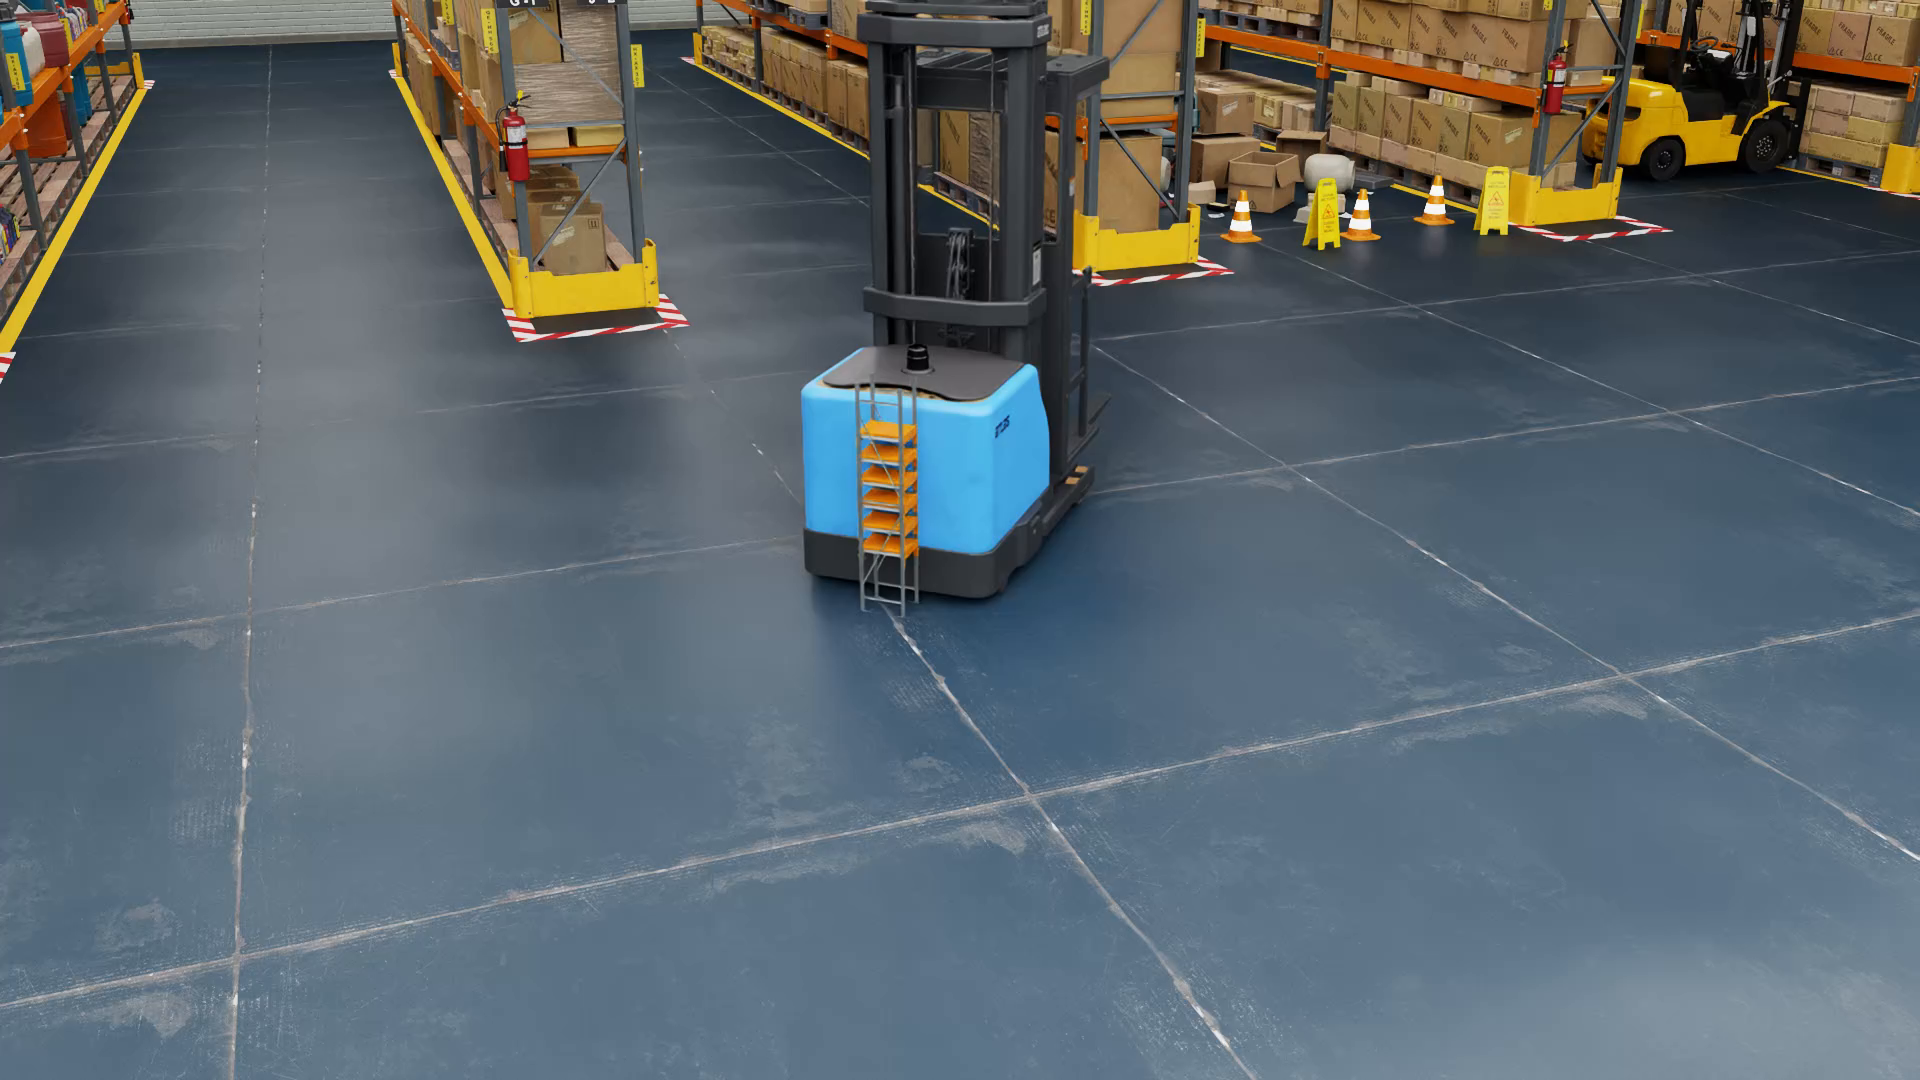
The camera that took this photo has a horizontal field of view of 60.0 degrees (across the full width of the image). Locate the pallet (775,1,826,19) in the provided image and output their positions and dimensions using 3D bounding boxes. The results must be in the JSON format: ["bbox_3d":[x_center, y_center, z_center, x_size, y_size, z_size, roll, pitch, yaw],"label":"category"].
[{"bbox_3d":[-1.965,-7.468,23.353,1.003,0.211,1.213,-8,24,-19],"label":"pallet"}]

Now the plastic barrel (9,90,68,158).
[{"bbox_3d":[-10.726,-4.888,19.239,0.600,0.830,0.708,-8,24,-19],"label":"plastic barrel"}]

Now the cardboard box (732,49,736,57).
[{"bbox_3d":[-3.449,-7.870,26.807,0.380,0.149,0.250,-10,25,-21],"label":"cardboard box"}]

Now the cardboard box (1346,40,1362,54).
[{"bbox_3d":[4.729,-5.746,19.345,0.380,0.149,0.250,-8,24,-17],"label":"cardboard box"}]

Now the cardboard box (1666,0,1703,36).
[{"bbox_3d":[9.335,-6.637,21.005,0.500,0.500,0.500,-9,24,-20],"label":"cardboard box"}]

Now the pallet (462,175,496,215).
[{"bbox_3d":[-4.767,-3.743,17.859,1.003,0.211,1.213,-8,24,-19],"label":"pallet"}]

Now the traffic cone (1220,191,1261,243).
[{"bbox_3d":[2.739,-3.155,16.139,0.336,0.463,0.334,-8,24,-19],"label":"traffic cone"}]

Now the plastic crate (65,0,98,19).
[{"bbox_3d":[-12.031,-7.389,22.758,0.402,0.464,0.583,-8,24,-19],"label":"plastic crate"}]

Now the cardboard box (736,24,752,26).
[{"bbox_3d":[-3.630,-8.746,28.502,0.380,0.149,0.250,-8,24,-18],"label":"cardboard box"}]

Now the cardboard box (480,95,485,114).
[{"bbox_3d":[-4.154,-3.967,15.124,0.380,0.149,0.250,-8,24,-19],"label":"cardboard box"}]

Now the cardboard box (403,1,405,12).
[{"bbox_3d":[-7.822,-7.696,23.971,0.380,0.149,0.250,-8,24,-18],"label":"cardboard box"}]

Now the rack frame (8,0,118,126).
[{"bbox_3d":[-11.950,-6.973,21.931,1.000,3.000,0.127,-8,24,-19],"label":"rack frame"}]

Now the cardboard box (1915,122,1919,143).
[{"bbox_3d":[10.864,-4.690,18.872,0.500,0.250,0.500,-8,24,-18],"label":"cardboard box"}]

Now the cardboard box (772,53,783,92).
[{"bbox_3d":[-2.439,-6.841,24.296,0.500,0.500,0.500,-7,24,-17],"label":"cardboard box"}]

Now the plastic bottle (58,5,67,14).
[{"bbox_3d":[-11.454,-6.641,21.208,0.144,0.351,0.185,-8,24,-19],"label":"plastic bottle"}]

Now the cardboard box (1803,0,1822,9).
[{"bbox_3d":[9.975,-6.229,19.204,0.380,0.149,0.250,-8,24,-19],"label":"cardboard box"}]

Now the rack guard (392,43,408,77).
[{"bbox_3d":[-8.738,-7.962,27.498,1.175,0.500,0.348,-8,24,-19],"label":"rack guard"}]

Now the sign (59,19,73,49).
[{"bbox_3d":[-10.025,-5.672,18.636,0.100,0.325,0.005,-8,24,-19],"label":"sign"}]

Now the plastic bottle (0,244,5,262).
[{"bbox_3d":[-8.324,-2.499,14.353,0.097,0.201,0.097,0,23,0],"label":"plastic bottle"}]

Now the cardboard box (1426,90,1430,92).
[{"bbox_3d":[5.603,-4.829,18.880,0.500,0.500,0.500,-7,24,-16],"label":"cardboard box"}]

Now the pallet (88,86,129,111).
[{"bbox_3d":[-12.681,-6.394,24.147,1.003,0.211,1.213,-8,24,-19],"label":"pallet"}]

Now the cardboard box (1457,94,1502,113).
[{"bbox_3d":[5.474,-4.602,17.506,0.380,0.149,0.250,-8,24,-17],"label":"cardboard box"}]

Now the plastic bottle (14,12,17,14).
[{"bbox_3d":[-12.014,-6.562,21.117,0.152,0.276,0.135,-8,24,-19],"label":"plastic bottle"}]

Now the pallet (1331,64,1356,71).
[{"bbox_3d":[6.919,-8.119,28.241,1.003,0.211,1.213,-8,24,-19],"label":"pallet"}]

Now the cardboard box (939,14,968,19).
[{"bbox_3d":[0.283,-5.817,17.606,0.875,0.550,0.550,-8,24,-19],"label":"cardboard box"}]

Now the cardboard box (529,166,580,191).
[{"bbox_3d":[-3.884,-3.214,15.692,0.500,0.500,0.500,-11,25,-24],"label":"cardboard box"}]

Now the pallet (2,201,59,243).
[{"bbox_3d":[-9.438,-3.061,16.240,1.003,0.211,1.213,-8,24,-19],"label":"pallet"}]

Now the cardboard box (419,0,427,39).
[{"bbox_3d":[-6.480,-6.572,20.852,0.500,0.500,0.500,-9,24,-19],"label":"cardboard box"}]

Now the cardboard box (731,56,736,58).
[{"bbox_3d":[-3.493,-7.752,26.909,0.380,0.149,0.250,-8,24,-18],"label":"cardboard box"}]

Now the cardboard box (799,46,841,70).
[{"bbox_3d":[-1.903,-6.624,22.817,0.500,0.250,0.500,-8,24,-18],"label":"cardboard box"}]

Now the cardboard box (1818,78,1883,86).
[{"bbox_3d":[10.497,-5.286,19.642,0.500,0.250,0.500,-9,24,-19],"label":"cardboard box"}]

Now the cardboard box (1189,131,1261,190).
[{"bbox_3d":[2.866,-4.193,18.377,0.797,0.637,0.503,-8,24,-19],"label":"cardboard box"}]

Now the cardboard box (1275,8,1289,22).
[{"bbox_3d":[4.139,-6.519,20.637,0.380,0.149,0.250,-9,24,-20],"label":"cardboard box"}]

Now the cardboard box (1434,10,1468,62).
[{"bbox_3d":[5.398,-5.359,17.591,0.500,0.500,0.500,-8,24,-19],"label":"cardboard box"}]

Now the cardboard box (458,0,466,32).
[{"bbox_3d":[-4.391,-5.009,15.474,0.500,0.500,0.500,-8,24,-19],"label":"cardboard box"}]

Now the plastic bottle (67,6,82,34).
[{"bbox_3d":[-11.254,-6.594,21.095,0.144,0.351,0.185,-8,24,-19],"label":"plastic bottle"}]

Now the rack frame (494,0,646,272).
[{"bbox_3d":[-3.078,-3.292,13.199,1.000,3.000,0.127,-8,24,-19],"label":"rack frame"}]

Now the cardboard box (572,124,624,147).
[{"bbox_3d":[-2.955,-3.313,13.571,0.380,0.149,0.250,-8,24,-19],"label":"cardboard box"}]

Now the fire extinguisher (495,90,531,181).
[{"bbox_3d":[-3.468,-3.152,12.965,0.296,0.674,0.183,-8,24,-19],"label":"fire extinguisher"}]

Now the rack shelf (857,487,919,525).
[{"bbox_3d":[-0.356,-0.169,8.220,0.258,0.103,0.180,8,24,18],"label":"rack shelf"}]

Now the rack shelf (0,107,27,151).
[{"bbox_3d":[-8.418,-3.008,13.450,1.077,0.370,4.000,-8,24,-19],"label":"rack shelf"}]

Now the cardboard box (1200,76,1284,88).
[{"bbox_3d":[3.826,-6.067,22.626,0.950,0.372,0.625,-9,24,-20],"label":"cardboard box"}]

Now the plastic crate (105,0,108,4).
[{"bbox_3d":[-12.906,-8.061,24.775,0.396,0.136,0.243,-8,24,-19],"label":"plastic crate"}]

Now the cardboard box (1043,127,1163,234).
[{"bbox_3d":[1.297,-3.388,15.620,0.875,0.875,0.875,-8,24,-19],"label":"cardboard box"}]

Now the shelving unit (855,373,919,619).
[{"bbox_3d":[-0.356,-0.210,8.203,0.258,1.200,0.189,8,24,18],"label":"shelving unit"}]

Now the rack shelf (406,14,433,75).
[{"bbox_3d":[-6.610,-6.594,21.959,1.077,0.370,4.000,-8,24,-19],"label":"rack shelf"}]

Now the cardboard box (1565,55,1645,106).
[{"bbox_3d":[8.961,-6.358,22.989,0.875,0.625,0.625,-9,24,-20],"label":"cardboard box"}]

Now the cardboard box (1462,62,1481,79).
[{"bbox_3d":[5.478,-4.905,17.348,0.380,0.149,0.250,-8,24,-18],"label":"cardboard box"}]

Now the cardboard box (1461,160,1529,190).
[{"bbox_3d":[5.648,-3.844,17.507,0.500,0.250,0.500,-8,24,-19],"label":"cardboard box"}]

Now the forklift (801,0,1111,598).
[{"bbox_3d":[0.165,-1.601,9.276,1.130,2.935,3.031,8,24,18],"label":"forklift"}]

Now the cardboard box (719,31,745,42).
[{"bbox_3d":[-3.753,-8.293,27.427,0.380,0.149,0.250,-7,24,-17],"label":"cardboard box"}]

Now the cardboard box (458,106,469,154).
[{"bbox_3d":[-5.440,-4.809,19.450,0.700,0.500,0.500,-10,25,-23],"label":"cardboard box"}]

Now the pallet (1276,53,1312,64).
[{"bbox_3d":[6.355,-8.659,29.523,1.003,0.211,1.213,-8,24,-19],"label":"pallet"}]
